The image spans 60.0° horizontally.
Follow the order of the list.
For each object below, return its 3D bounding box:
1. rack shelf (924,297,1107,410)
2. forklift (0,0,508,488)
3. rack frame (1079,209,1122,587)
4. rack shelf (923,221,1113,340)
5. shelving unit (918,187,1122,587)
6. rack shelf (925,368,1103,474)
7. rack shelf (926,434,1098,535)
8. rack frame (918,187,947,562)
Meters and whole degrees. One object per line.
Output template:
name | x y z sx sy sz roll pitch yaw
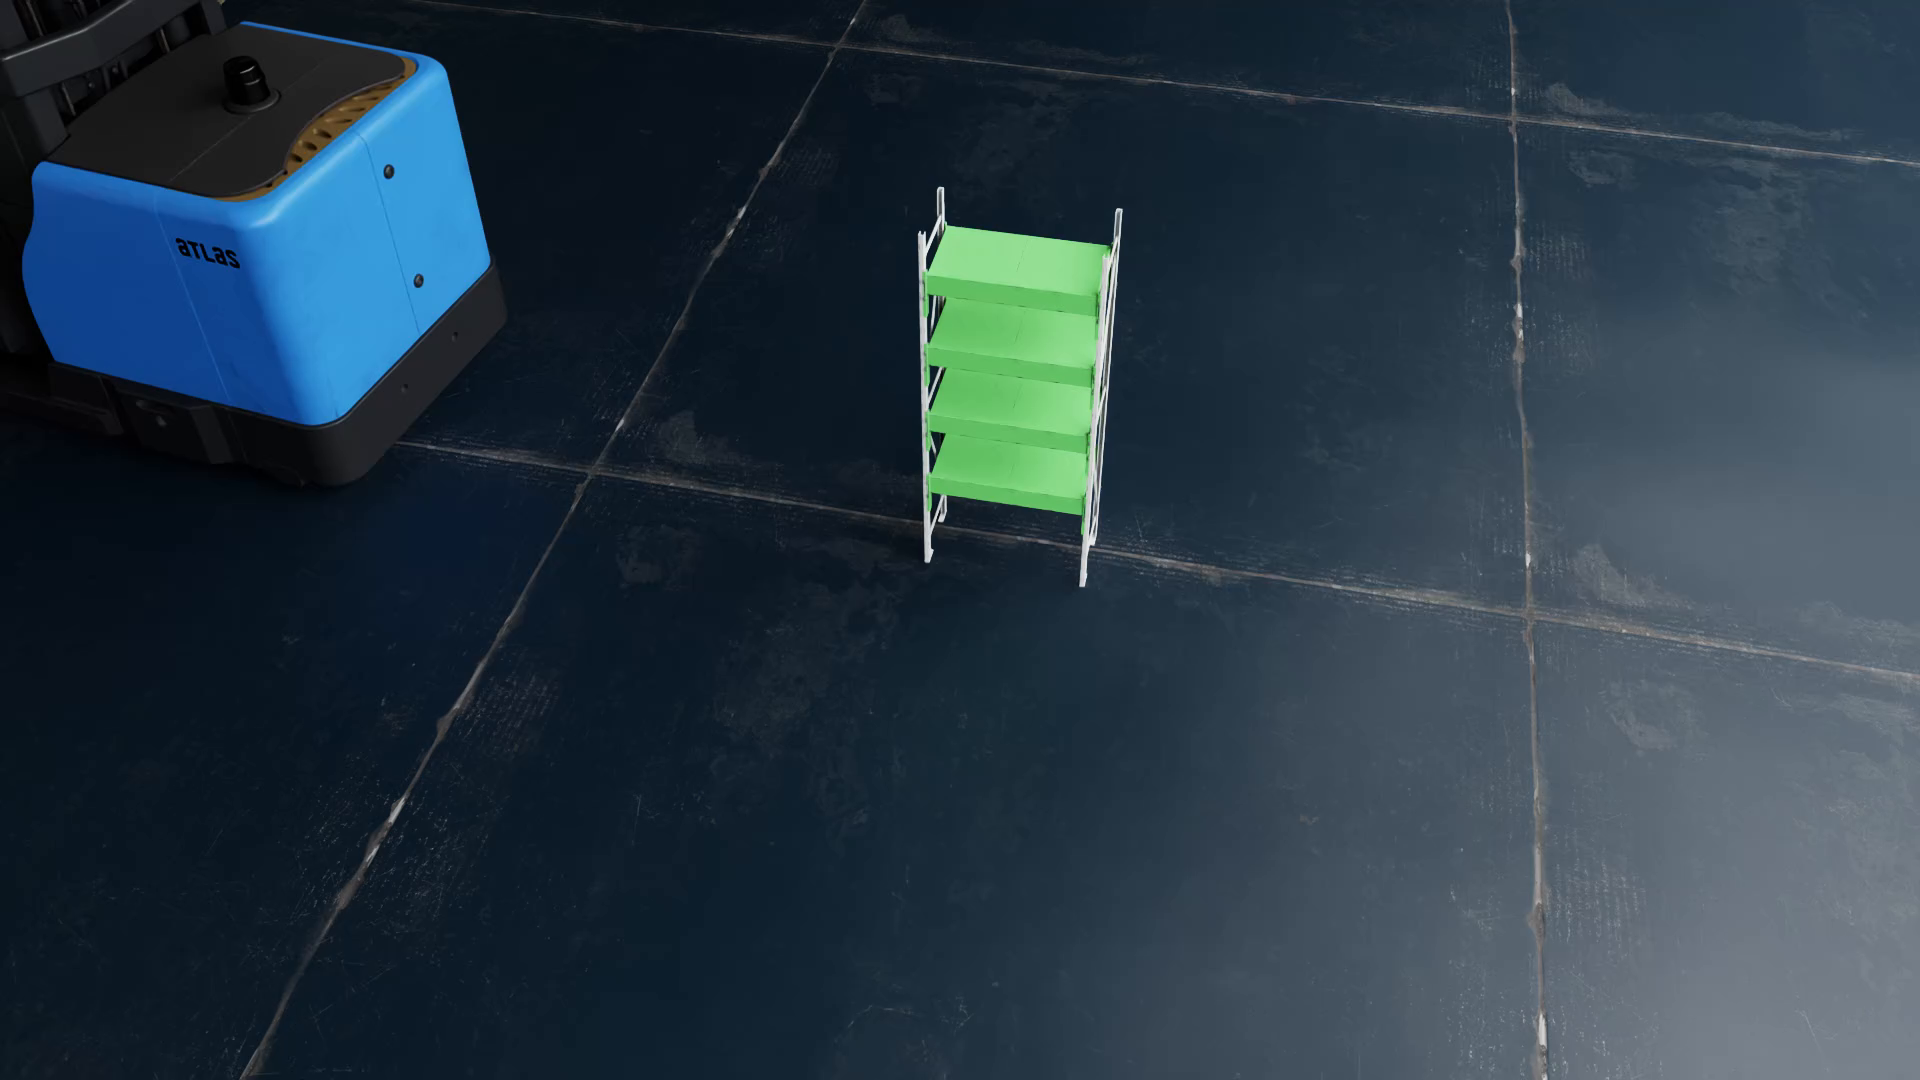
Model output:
rack shelf | 0.162 -0.534 4.686 0.480 0.148 0.258 9 45 9
forklift | -3.196 -1.854 5.062 3.031 2.935 1.130 14 46 14
rack frame | 0.400 -0.370 4.769 0.015 1.200 0.240 9 45 9
rack shelf | 0.162 -0.707 4.519 0.480 0.148 0.258 9 45 9
shelving unit | 0.162 -0.407 4.808 0.503 1.200 0.258 9 45 9
rack shelf | 0.162 -0.361 4.852 0.480 0.148 0.258 9 45 9
rack shelf | 0.162 -0.188 5.019 0.480 0.148 0.258 9 45 9
rack frame | -0.077 -0.444 4.846 0.015 1.200 0.240 9 45 9
